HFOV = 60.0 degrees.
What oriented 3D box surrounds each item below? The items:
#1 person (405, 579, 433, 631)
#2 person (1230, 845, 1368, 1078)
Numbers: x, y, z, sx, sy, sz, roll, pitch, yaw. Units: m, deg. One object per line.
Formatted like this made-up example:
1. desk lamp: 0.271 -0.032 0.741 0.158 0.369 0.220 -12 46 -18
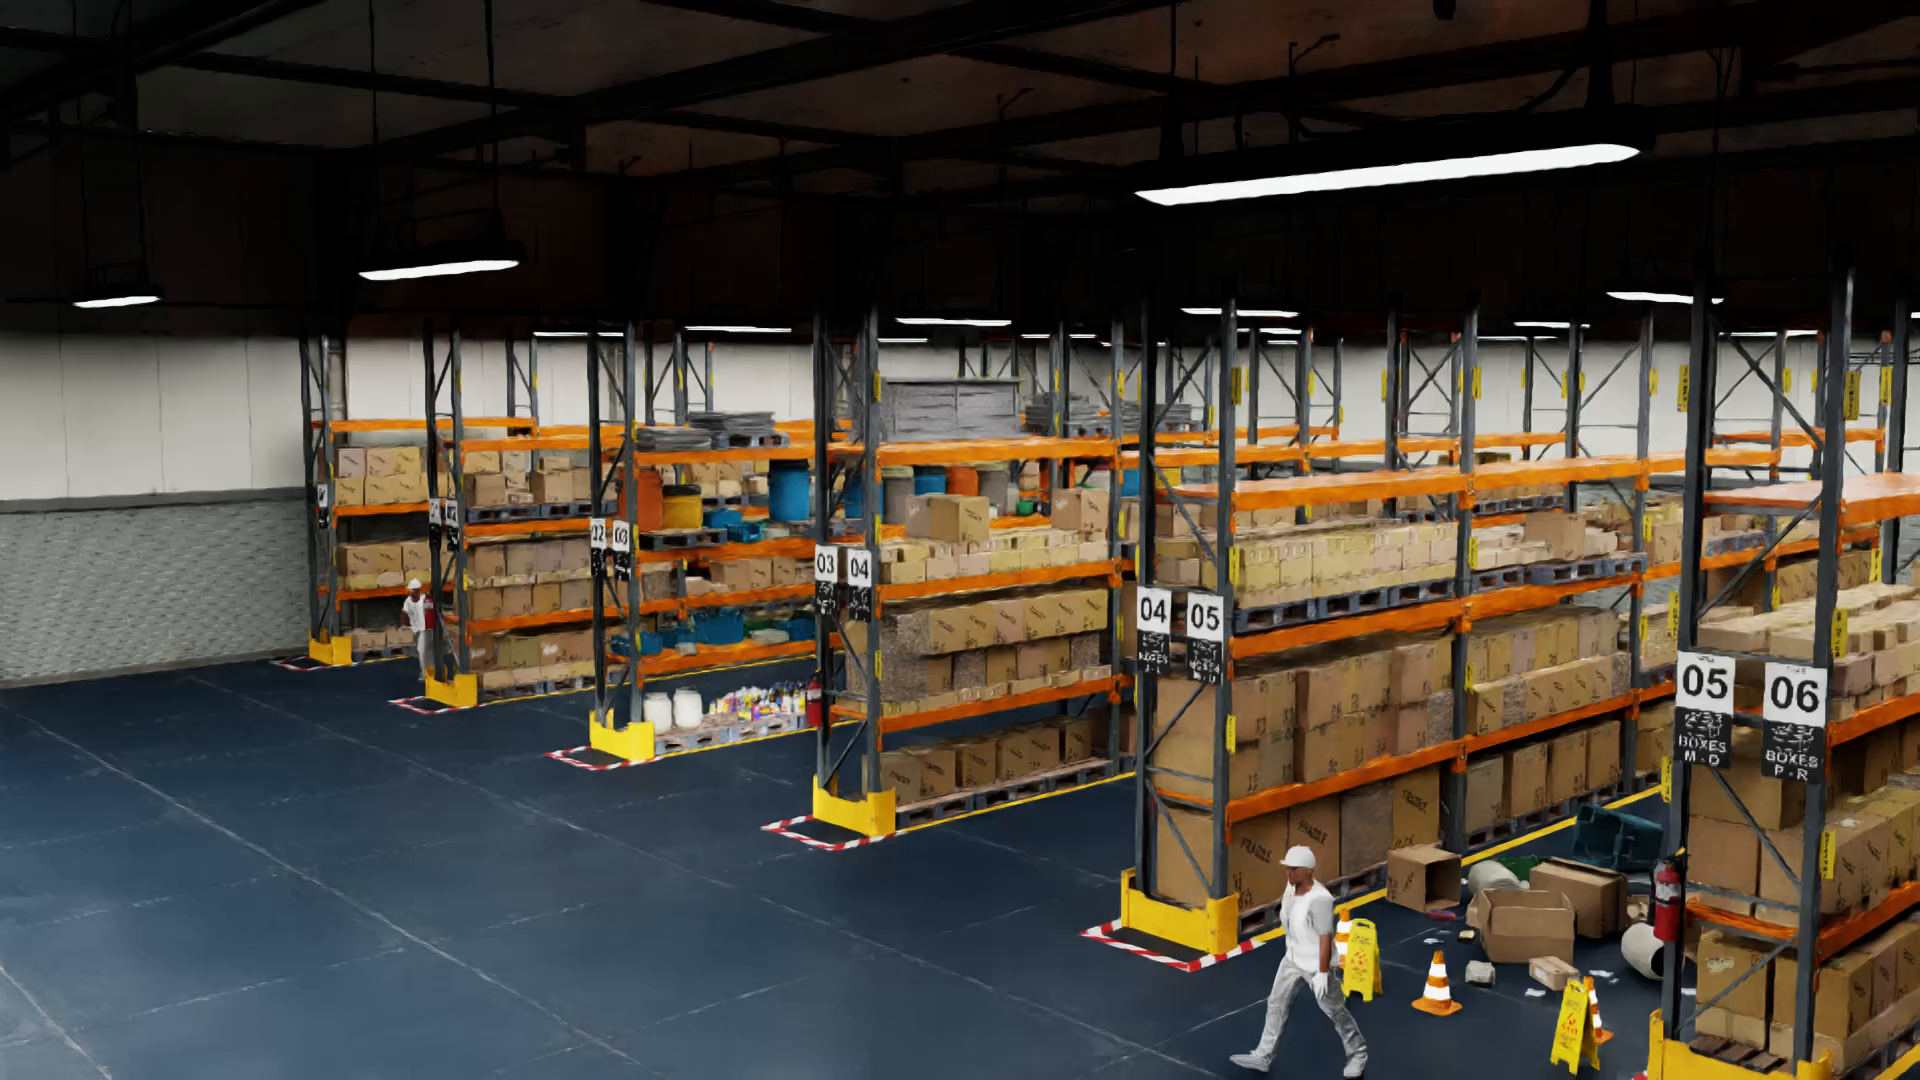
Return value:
1. person: -9.078 1.083 27.862 0.435 0.868 0.490 3 7 30
2. person: 2.516 3.078 12.160 0.962 1.739 0.523 -2 6 -19
